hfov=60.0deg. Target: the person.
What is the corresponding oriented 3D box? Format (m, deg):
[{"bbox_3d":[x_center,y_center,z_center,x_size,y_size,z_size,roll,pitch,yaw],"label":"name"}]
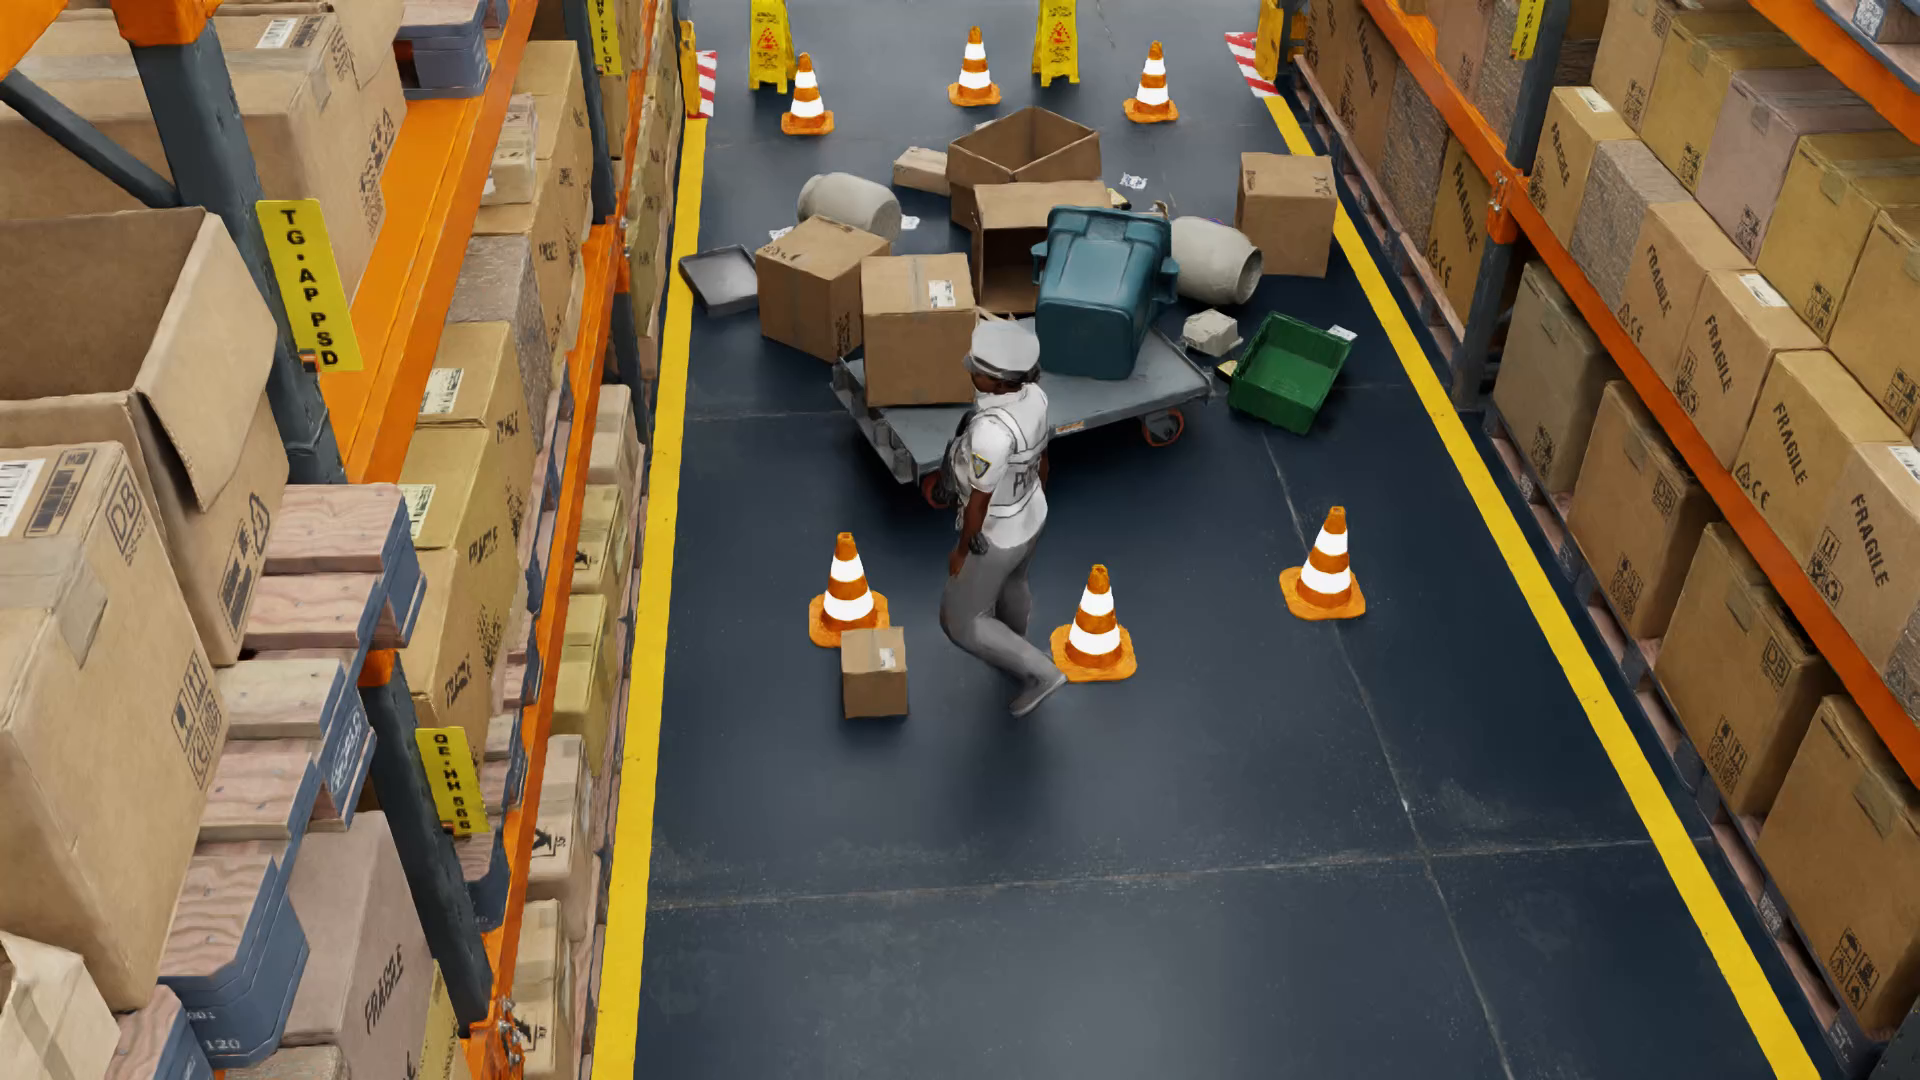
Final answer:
[{"bbox_3d":[0.194,-0.064,6.206,0.544,1.659,0.611,15,42,18],"label":"person"}]
